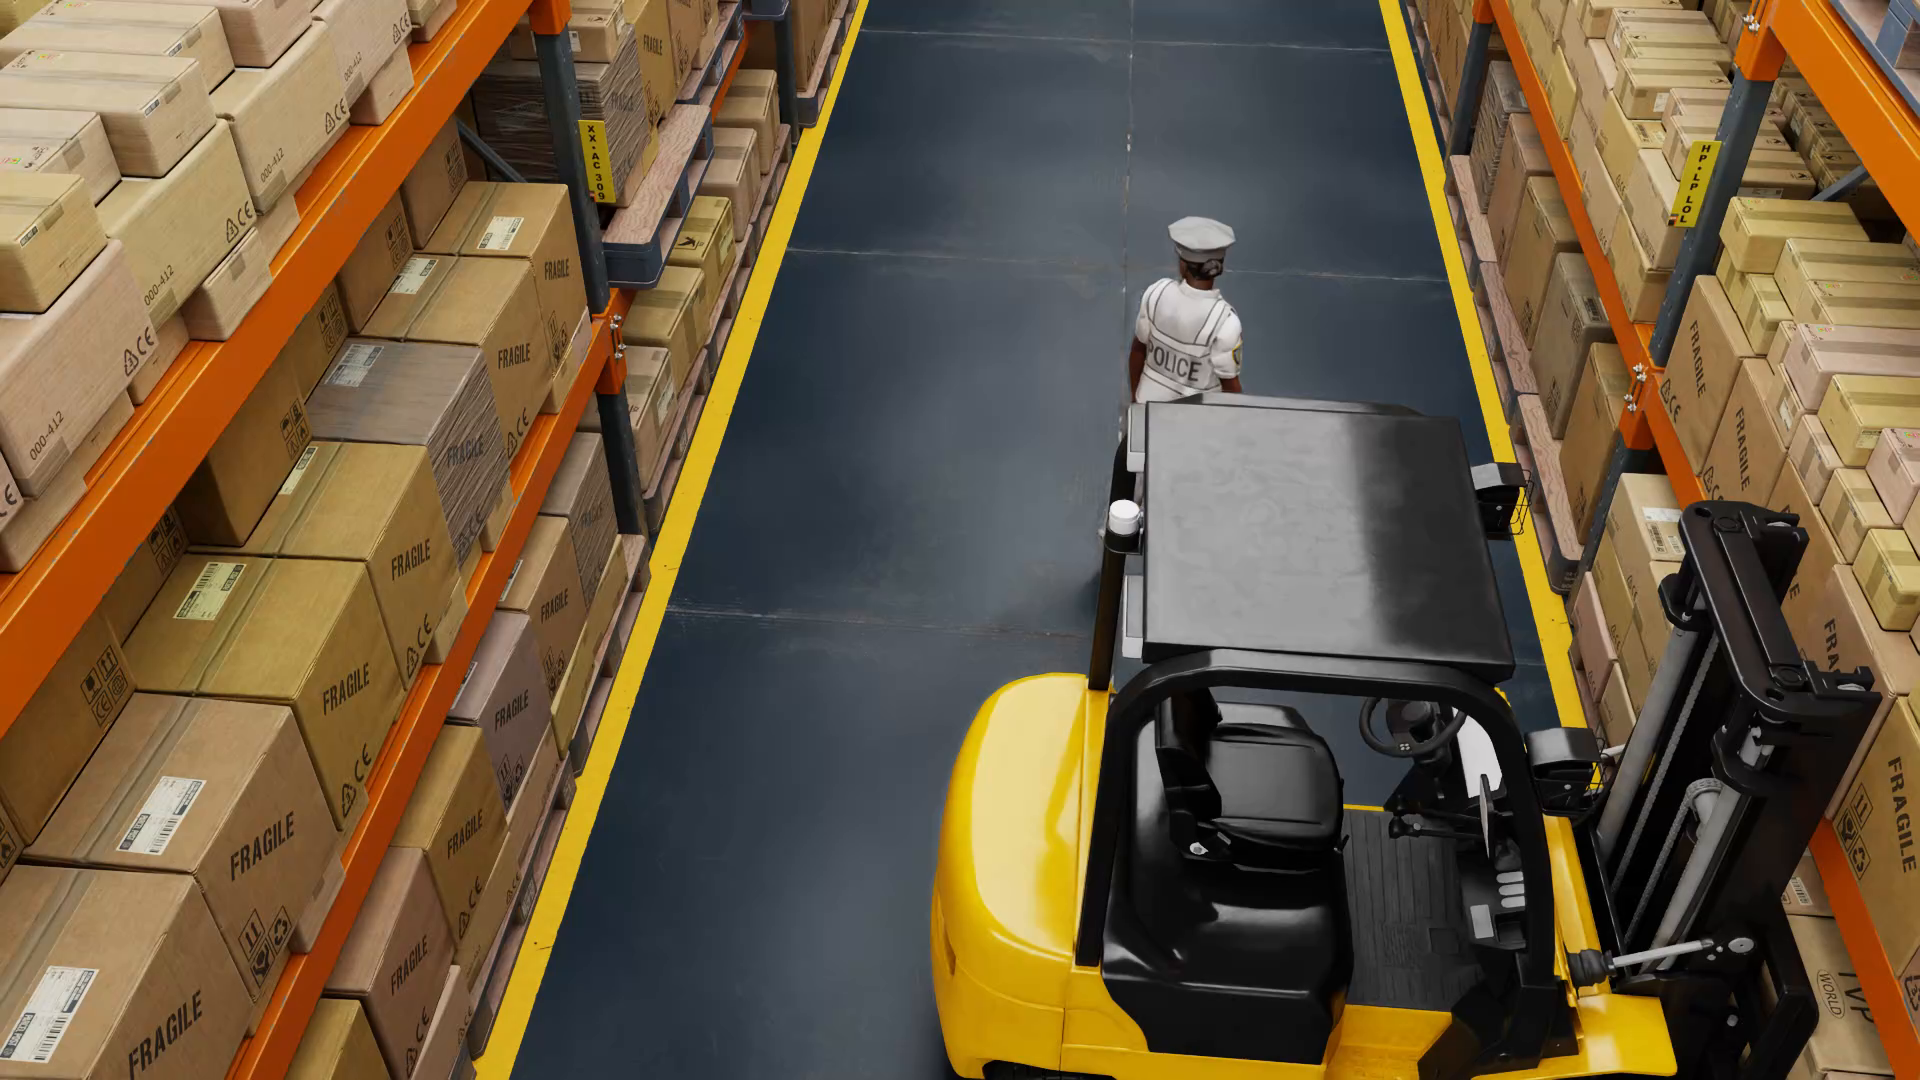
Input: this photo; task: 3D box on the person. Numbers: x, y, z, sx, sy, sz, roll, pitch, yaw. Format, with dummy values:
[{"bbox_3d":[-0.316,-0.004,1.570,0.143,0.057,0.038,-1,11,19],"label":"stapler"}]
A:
[{"bbox_3d":[0.899,-0.509,6.734,0.494,1.660,0.493,-32,50,-32],"label":"person"}]
